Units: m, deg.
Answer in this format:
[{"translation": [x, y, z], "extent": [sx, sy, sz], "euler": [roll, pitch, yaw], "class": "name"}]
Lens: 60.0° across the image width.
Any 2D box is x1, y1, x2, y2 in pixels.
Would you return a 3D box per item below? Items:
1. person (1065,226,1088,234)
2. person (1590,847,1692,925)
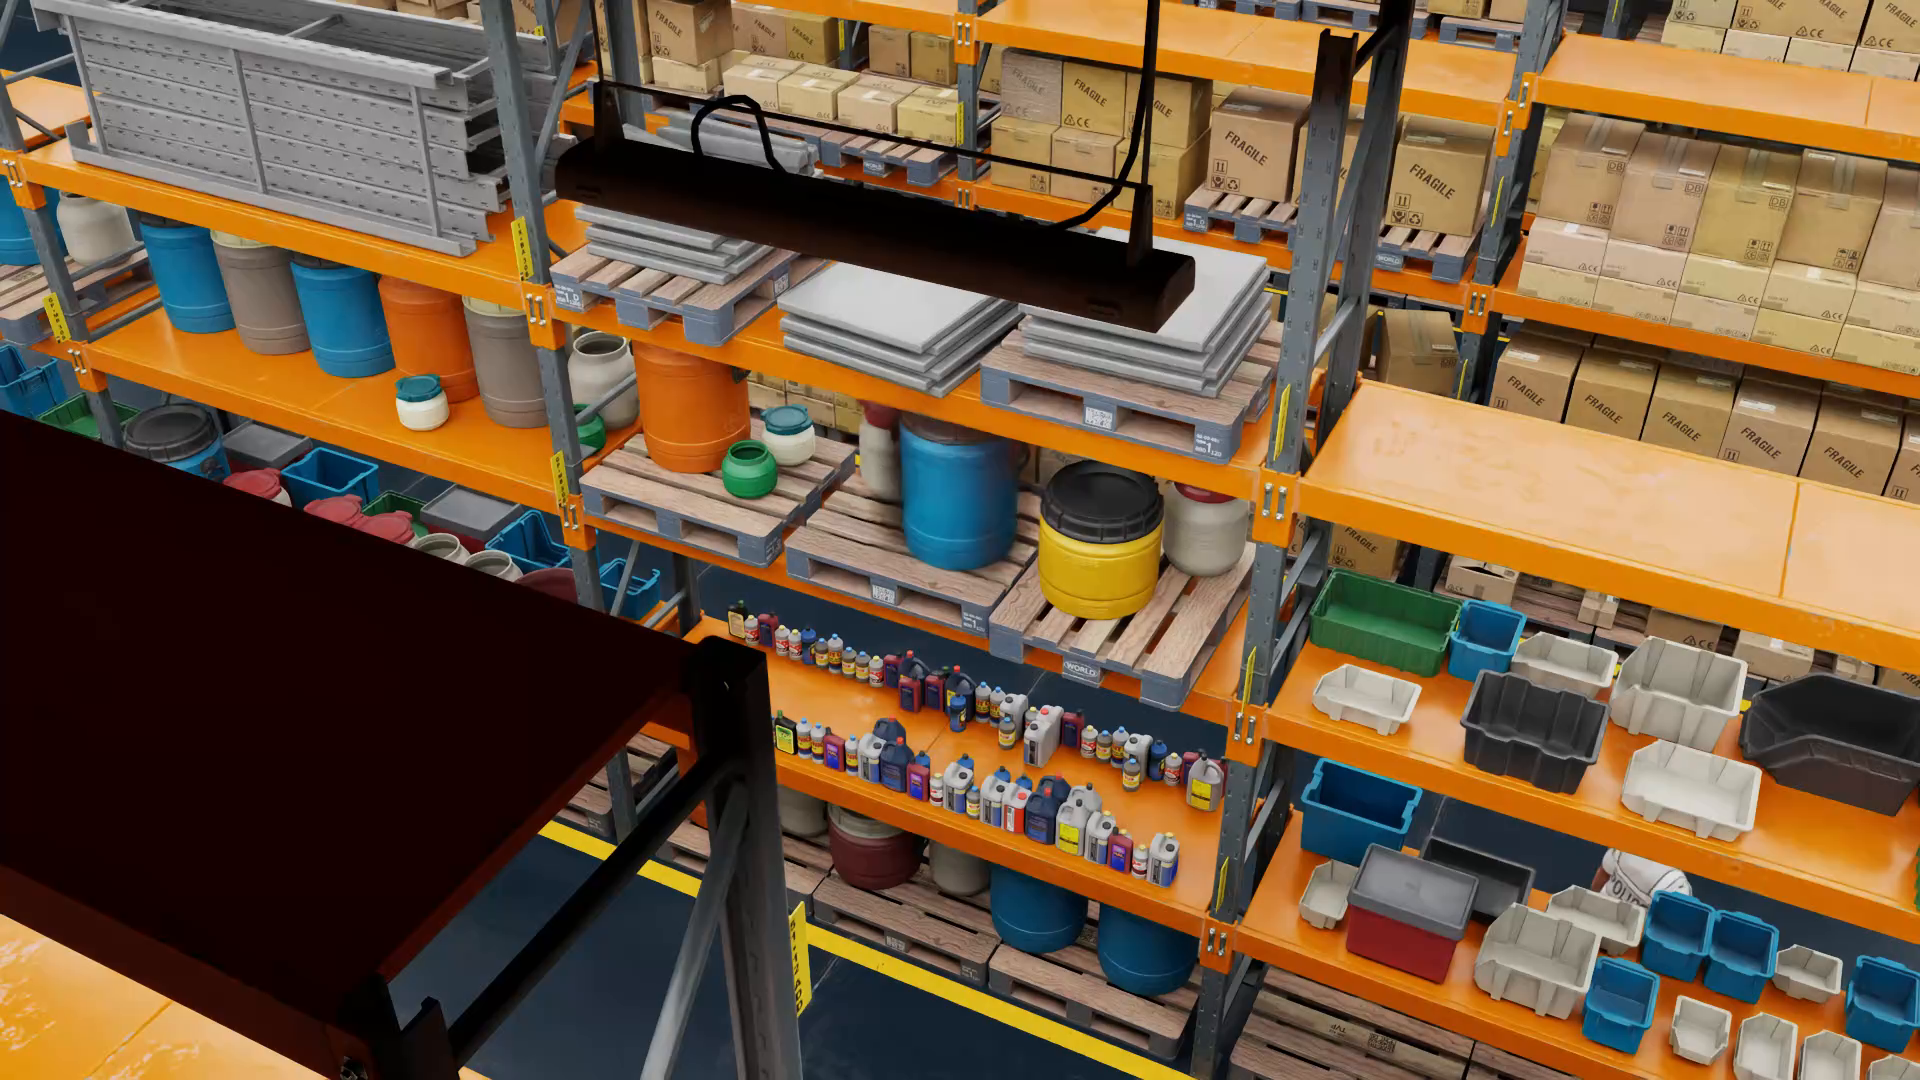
[{"translation": [1.074, -3.245, 16.979], "extent": [0.694, 1.813, 0.569], "euler": [2, 35, 2], "class": "person"}, {"translation": [3.715, 2.192, 9.266], "extent": [0.461, 1.835, 0.587], "euler": [-11, 37, -16], "class": "person"}]
